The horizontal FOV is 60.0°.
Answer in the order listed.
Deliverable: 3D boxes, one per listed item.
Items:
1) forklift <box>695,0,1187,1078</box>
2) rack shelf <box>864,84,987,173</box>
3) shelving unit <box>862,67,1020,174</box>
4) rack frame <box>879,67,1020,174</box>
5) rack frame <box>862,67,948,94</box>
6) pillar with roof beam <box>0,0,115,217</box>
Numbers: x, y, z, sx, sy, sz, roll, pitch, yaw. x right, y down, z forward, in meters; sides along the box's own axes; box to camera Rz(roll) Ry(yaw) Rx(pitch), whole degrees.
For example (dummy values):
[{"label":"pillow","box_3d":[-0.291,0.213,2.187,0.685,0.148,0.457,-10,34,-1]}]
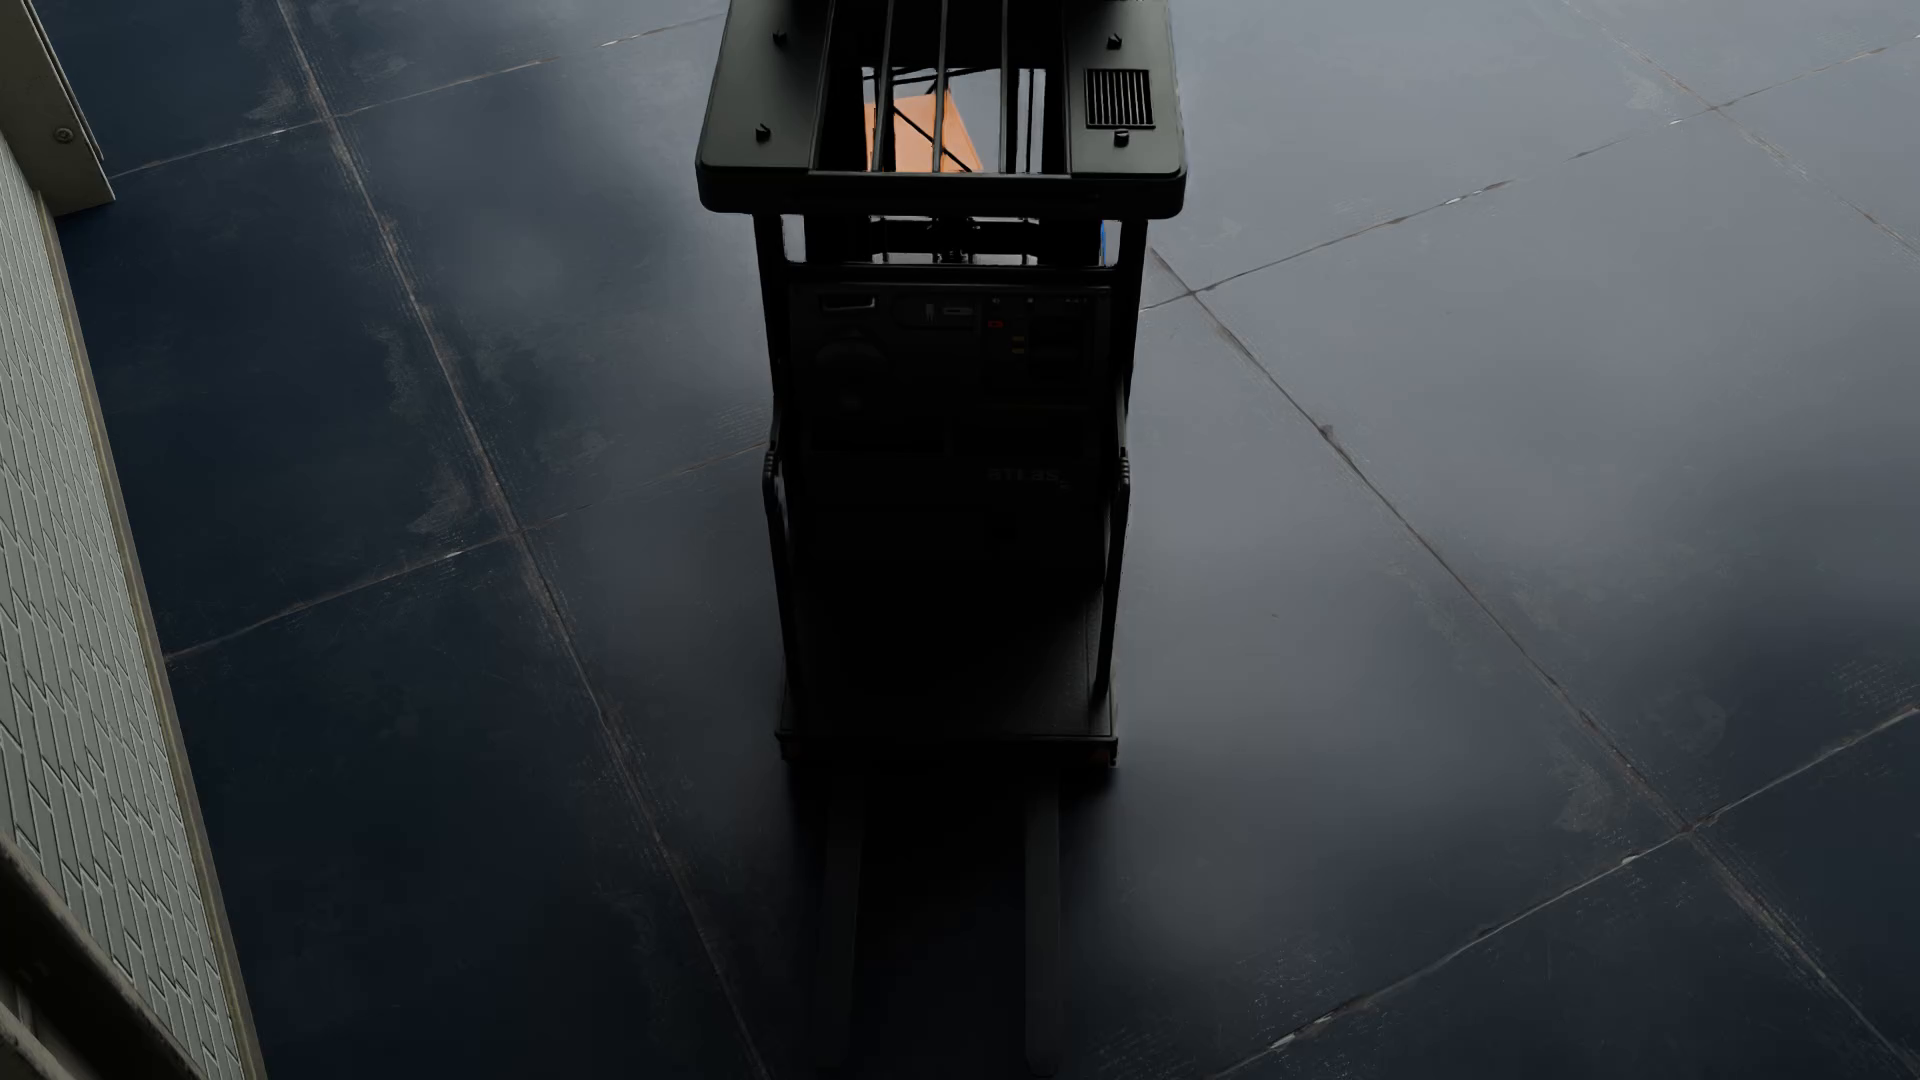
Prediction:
[{"label":"forklift","box_3d":[-0.032,-0.465,4.709,1.130,2.935,3.031,1,49,1]},{"label":"rack shelf","box_3d":[-0.165,-1.464,6.773,0.538,0.185,1.000,-11,50,-10]},{"label":"shelving unit","box_3d":[-0.167,-1.589,6.643,0.587,1.500,1.083,-11,50,-10]},{"label":"rack frame","box_3d":[-0.034,-1.212,6.314,0.500,1.500,0.032,-11,50,-10]},{"label":"rack frame","box_3d":[-0.295,-1.952,6.961,0.500,1.500,0.032,-11,50,-10]},{"label":"pillar with roof beam","box_3d":[-0.265,-6.079,5.589,9.100,9.000,0.400,-21,52,-18]}]
